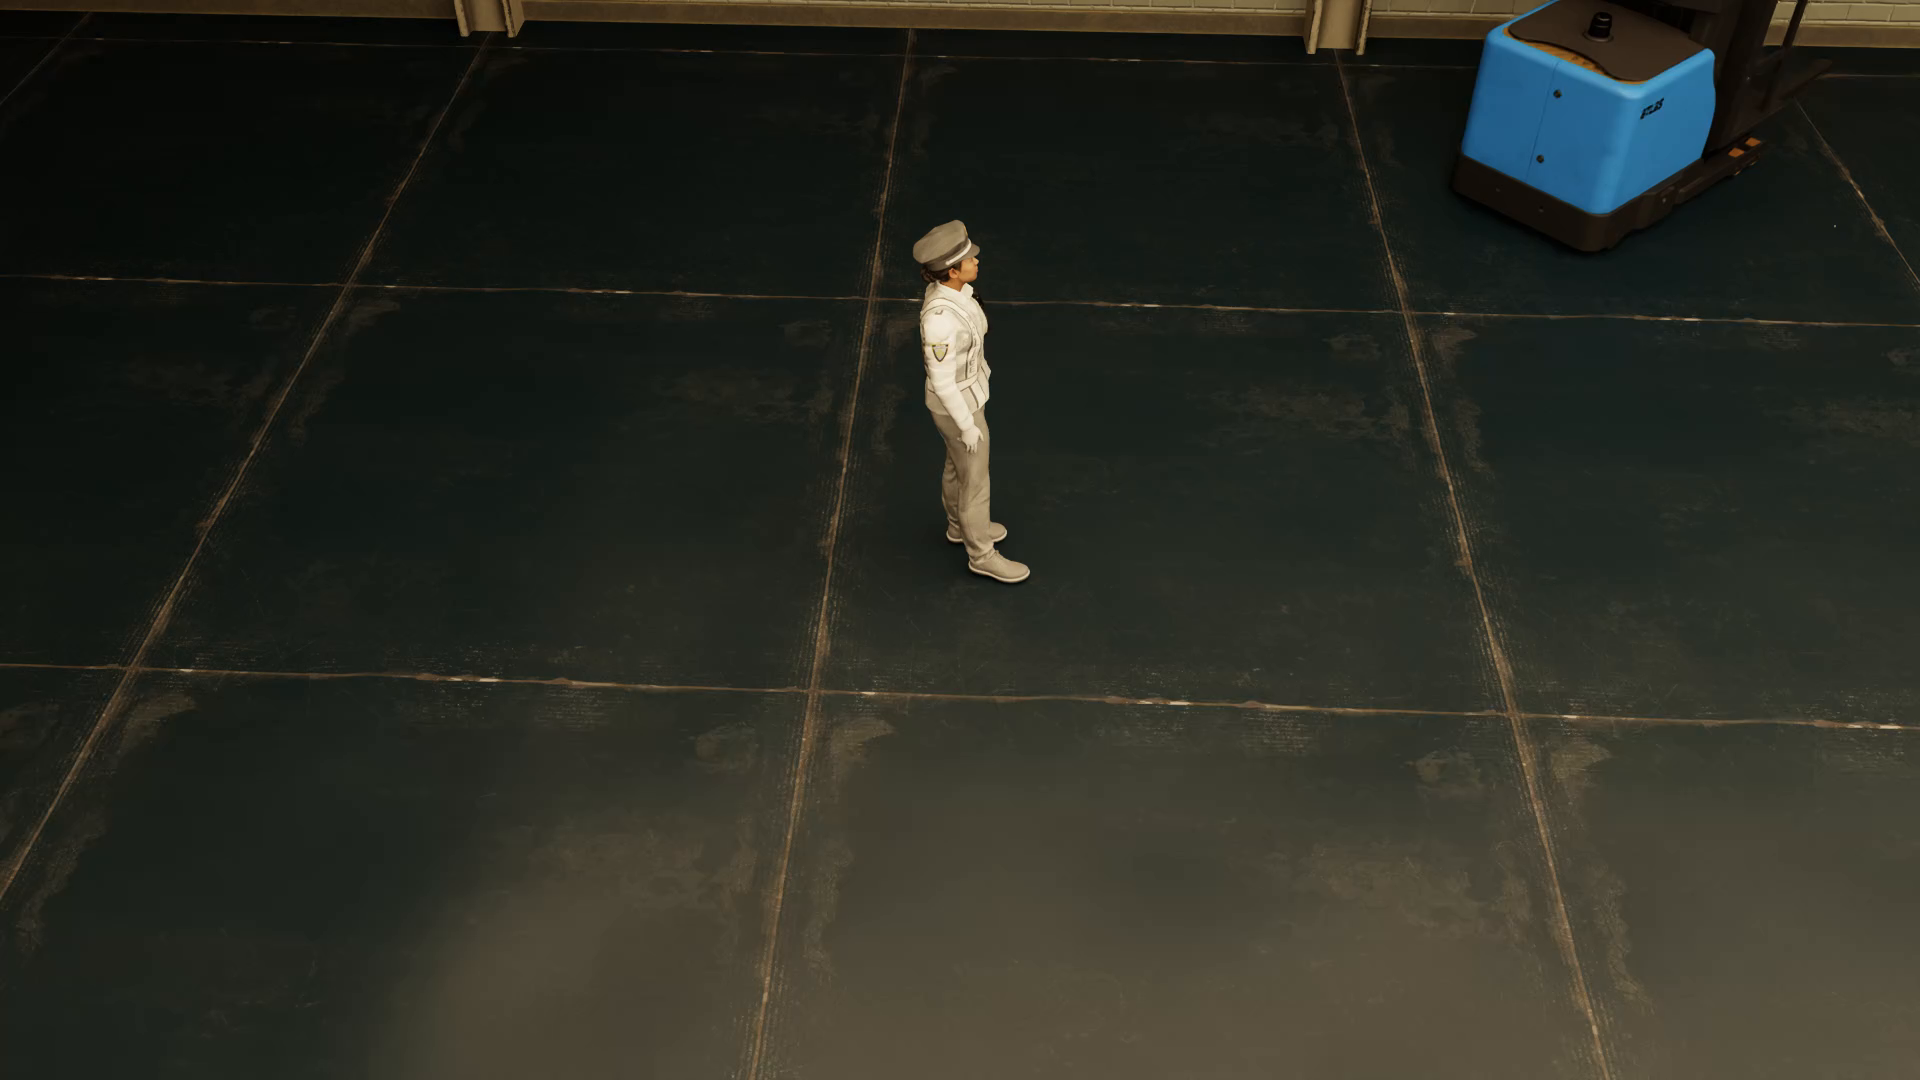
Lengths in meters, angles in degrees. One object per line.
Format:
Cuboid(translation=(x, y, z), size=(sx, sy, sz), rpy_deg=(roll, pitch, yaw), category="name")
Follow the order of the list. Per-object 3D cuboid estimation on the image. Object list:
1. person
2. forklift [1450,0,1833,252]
Cuboid(translation=(0.068, -0.625, 7.333), size=(0.531, 1.695, 0.588), rpy_deg=(2, 42, 2), category="person")
Cuboid(translation=(4.448, -3.604, 9.691), size=(3.031, 2.935, 1.130), rpy_deg=(-30, 50, -29), category="forklift")
